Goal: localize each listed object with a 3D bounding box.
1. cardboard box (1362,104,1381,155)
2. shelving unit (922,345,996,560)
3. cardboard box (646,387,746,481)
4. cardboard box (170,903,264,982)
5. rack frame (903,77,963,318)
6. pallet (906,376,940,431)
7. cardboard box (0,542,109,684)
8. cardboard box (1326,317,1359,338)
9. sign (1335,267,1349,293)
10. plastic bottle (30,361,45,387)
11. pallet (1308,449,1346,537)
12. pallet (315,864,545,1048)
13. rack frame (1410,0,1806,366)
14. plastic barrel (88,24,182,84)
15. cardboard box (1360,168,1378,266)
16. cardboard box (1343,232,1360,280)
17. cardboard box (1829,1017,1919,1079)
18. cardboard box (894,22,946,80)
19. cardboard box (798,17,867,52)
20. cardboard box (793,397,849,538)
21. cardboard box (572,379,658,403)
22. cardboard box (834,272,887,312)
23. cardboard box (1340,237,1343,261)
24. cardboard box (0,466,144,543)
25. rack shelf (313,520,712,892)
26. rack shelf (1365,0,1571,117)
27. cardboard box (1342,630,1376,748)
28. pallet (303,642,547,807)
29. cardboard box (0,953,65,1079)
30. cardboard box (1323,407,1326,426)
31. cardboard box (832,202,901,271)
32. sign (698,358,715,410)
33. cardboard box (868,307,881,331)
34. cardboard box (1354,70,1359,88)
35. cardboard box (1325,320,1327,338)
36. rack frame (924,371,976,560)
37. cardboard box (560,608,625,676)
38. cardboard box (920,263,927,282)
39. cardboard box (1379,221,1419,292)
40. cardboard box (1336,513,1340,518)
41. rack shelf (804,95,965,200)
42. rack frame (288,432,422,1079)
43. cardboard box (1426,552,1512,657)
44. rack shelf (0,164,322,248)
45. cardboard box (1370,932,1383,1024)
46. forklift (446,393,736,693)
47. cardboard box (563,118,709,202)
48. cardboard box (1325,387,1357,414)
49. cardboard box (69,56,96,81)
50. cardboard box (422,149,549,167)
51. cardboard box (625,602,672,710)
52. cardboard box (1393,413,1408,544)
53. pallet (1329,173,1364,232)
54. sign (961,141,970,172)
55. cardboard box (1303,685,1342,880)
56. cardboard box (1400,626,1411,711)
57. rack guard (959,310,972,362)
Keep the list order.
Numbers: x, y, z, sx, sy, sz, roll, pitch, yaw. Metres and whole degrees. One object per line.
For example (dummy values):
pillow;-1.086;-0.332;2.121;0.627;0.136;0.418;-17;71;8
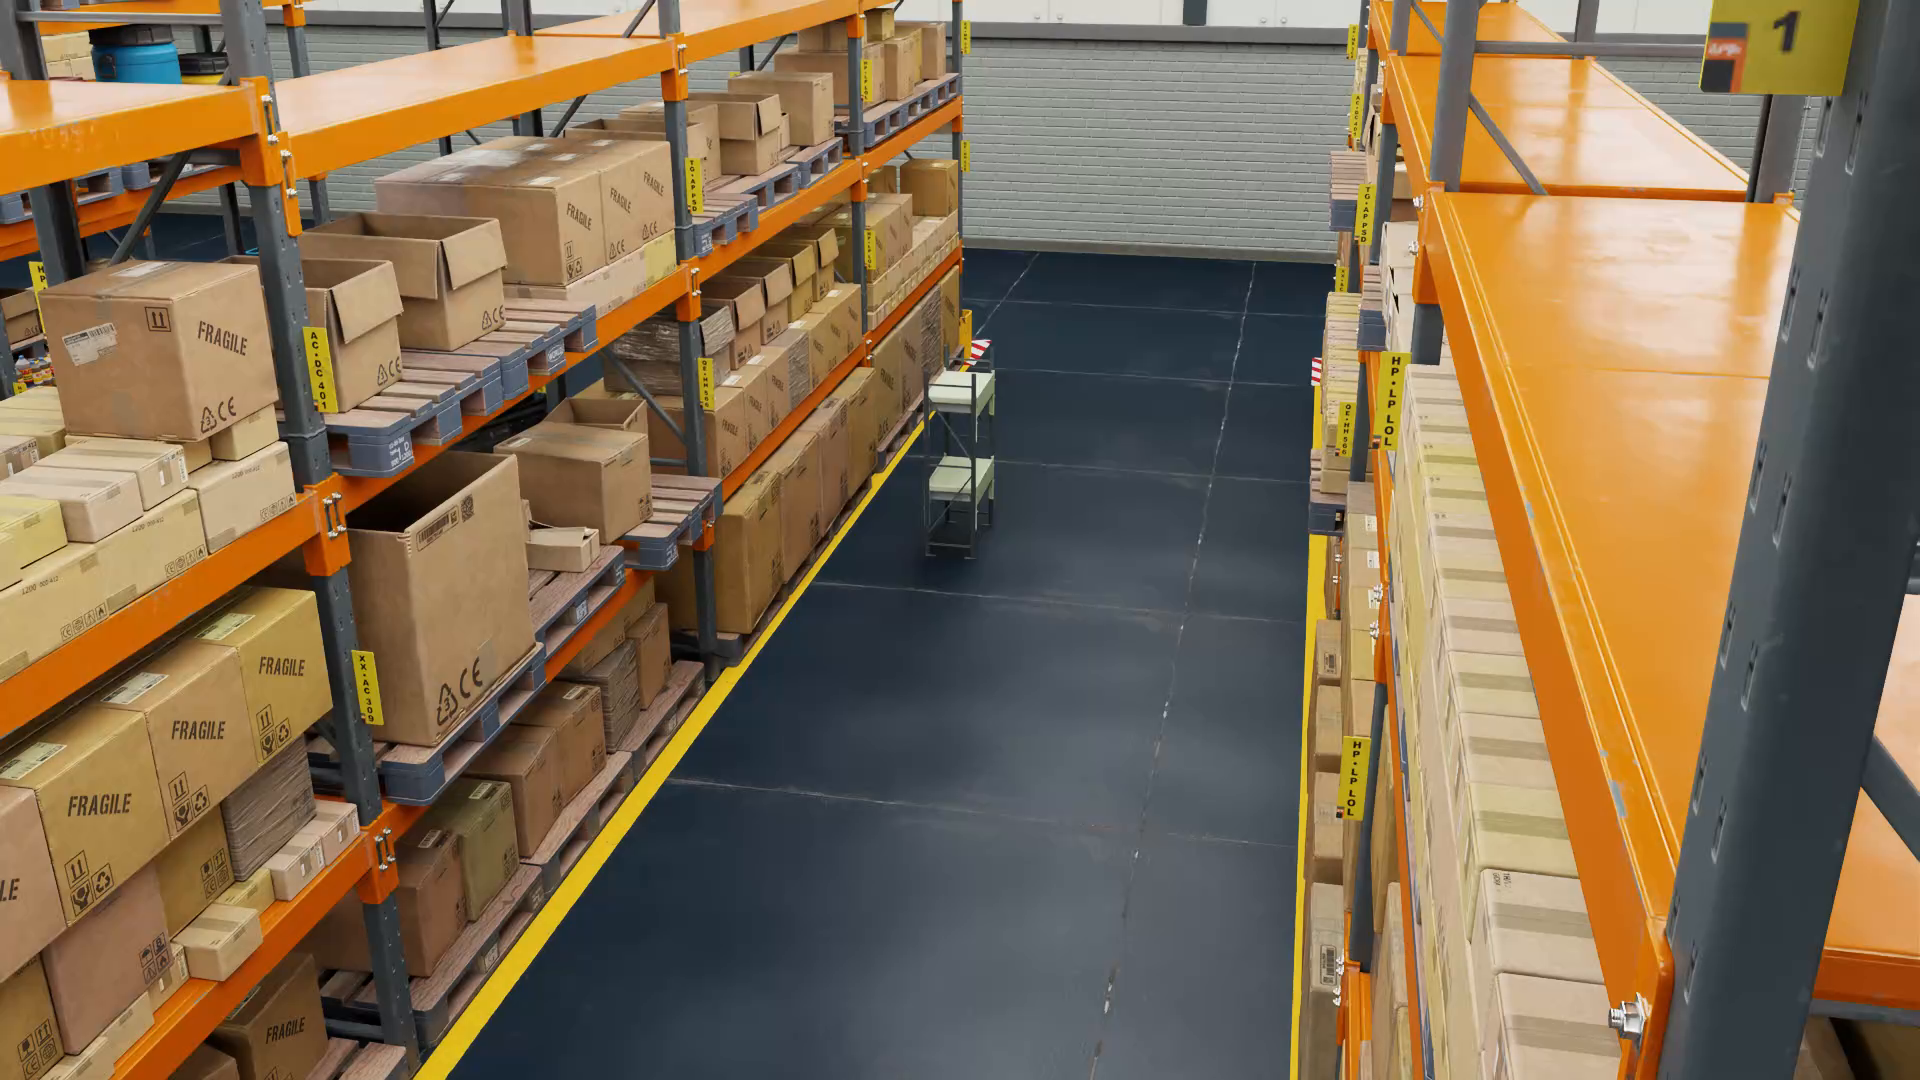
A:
cardboard box;3.101;-2.631;11.155;0.797;0.503;0.637;4;22;10
shelving unit;-0.001;-0.693;13.067;0.431;1.500;0.755;4;22;11
cardboard box;-1.740;-0.707;10.960;0.500;0.500;0.500;5;22;12
cardboard box;-2.790;1.454;6.064;0.380;0.149;0.250;4;22;11
rack frame;-0.474;-3.429;17.854;1.000;3.000;0.127;4;22;11
pallet;-0.811;-1.393;16.529;1.003;0.211;1.213;4;22;11
cardboard box;-2.975;0.201;5.025;0.500;0.250;0.500;4;22;11
cardboard box;2.856;-1.510;12.065;0.380;0.149;0.250;4;22;10
sign;3.012;-1.992;13.125;0.100;0.325;0.005;4;22;11
plastic bottle;-7.102;-1.273;12.765;0.097;0.201;0.097;0;22;0
pallet;2.770;-0.268;10.262;1.213;0.211;1.003;4;22;11
pallet;-2.765;1.968;8.185;1.003;0.211;1.213;4;22;11
rack frame;1.913;-1.409;4.805;1.000;3.000;0.127;4;22;11
plastic barrel;-6.337;-3.527;12.848;0.600;0.901;0.708;4;22;11
cardboard box;2.686;-1.938;10.003;0.500;0.500;0.500;4;22;11
cardboard box;3.376;-2.392;13.408;0.500;0.500;0.500;4;22;9
cardboard box;1.549;0.793;2.460;0.500;0.250;0.500;4;22;10
cardboard box;-0.527;-4.914;16.695;0.700;0.500;0.500;3;22;8
cardboard box;-1.092;-4.337;14.258;0.500;0.250;0.500;3;22;7
cardboard box;-1.582;-0.613;13.143;1.225;0.875;0.875;4;22;9
cardboard box;-2.248;-0.749;11.065;0.500;0.500;0.500;5;23;13
cardboard box;-0.937;-2.187;14.571;0.500;0.250;0.500;4;22;10
cardboard box;3.803;-2.680;15.460;0.500;0.500;0.500;5;22;12
cardboard box;-2.847;-0.115;5.275;0.380;0.149;0.250;4;22;9
rack shelf;-2.514;0.561;8.907;1.077;0.370;4.000;4;22;11
rack shelf;3.137;-3.084;10.463;1.077;0.370;4.000;4;22;11
cardboard box;1.964;0.747;7.350;0.500;0.500;0.500;5;22;11
pallet;-2.624;0.780;7.659;1.003;0.211;1.213;4;22;11
cardboard box;-3.357;1.485;5.119;0.875;0.500;0.500;4;22;11
cardboard box;2.540;-0.806;10.715;0.380;0.149;0.250;5;22;11
cardboard box;-0.834;-2.718;14.886;0.500;0.500;0.500;4;22;11
sign;-1.573;-0.966;10.293;0.100;0.325;0.005;4;22;11
cardboard box;-0.904;-1.933;14.474;0.380;0.149;0.250;5;22;11
cardboard box;3.797;-4.053;14.917;0.500;0.250;0.500;5;22;12
cardboard box;2.964;-1.564;12.597;0.380;0.149;0.250;4;22;10
rack frame;-0.076;-0.559;12.735;0.400;1.500;0.023;4;22;11
cardboard box;-2.312;0.546;9.736;0.500;0.250;0.500;7;23;17
cardboard box;-0.536;-2.599;16.127;0.380;0.149;0.250;5;22;12
cardboard box;2.366;-1.432;8.302;0.500;0.311;0.500;4;22;11
cardboard box;2.823;-0.112;11.397;0.500;0.250;0.500;5;22;12
rack shelf;-0.882;-3.756;15.612;1.077;0.370;4.000;4;22;11
rack frame;-2.922;0.959;6.957;1.000;3.000;0.127;4;22;11
cardboard box;1.195;0.152;3.519;0.380;0.149;0.250;4;22;11
rack shelf;-6.547;-2.670;12.917;1.077;0.370;4.000;4;22;11
cardboard box;1.849;1.441;5.561;0.875;0.550;0.550;4;22;11
forklift;-2.890;-0.631;10.996;3.031;2.935;1.130;15;26;33
cardboard box;-2.052;-2.366;10.498;0.797;0.503;0.637;6;23;14
cardboard box;2.487;-0.845;10.413;0.380;0.149;0.250;5;23;13
cardboard box;-10.017;-5.300;18.683;0.500;0.250;0.500;4;22;11
cardboard box;-2.561;-1.836;9.079;0.500;0.500;0.500;5;22;11
cardboard box;-2.223;0.698;10.362;0.700;0.500;0.500;3;22;8
cardboard box;1.539;-0.169;4.850;0.500;0.250;0.500;5;22;11
pallet;3.106;-2.259;11.183;1.213;0.211;1.003;4;22;11
sign;0.055;-4.030;17.478;0.100;0.325;0.005;4;22;11
cardboard box;2.342;1.296;8.570;1.050;0.750;0.750;5;22;12
cardboard box;1.300;0.338;4.125;0.380;0.149;0.250;4;22;10
rack guard;-0.469;-2.279;18.342;1.175;0.500;0.348;4;22;11
